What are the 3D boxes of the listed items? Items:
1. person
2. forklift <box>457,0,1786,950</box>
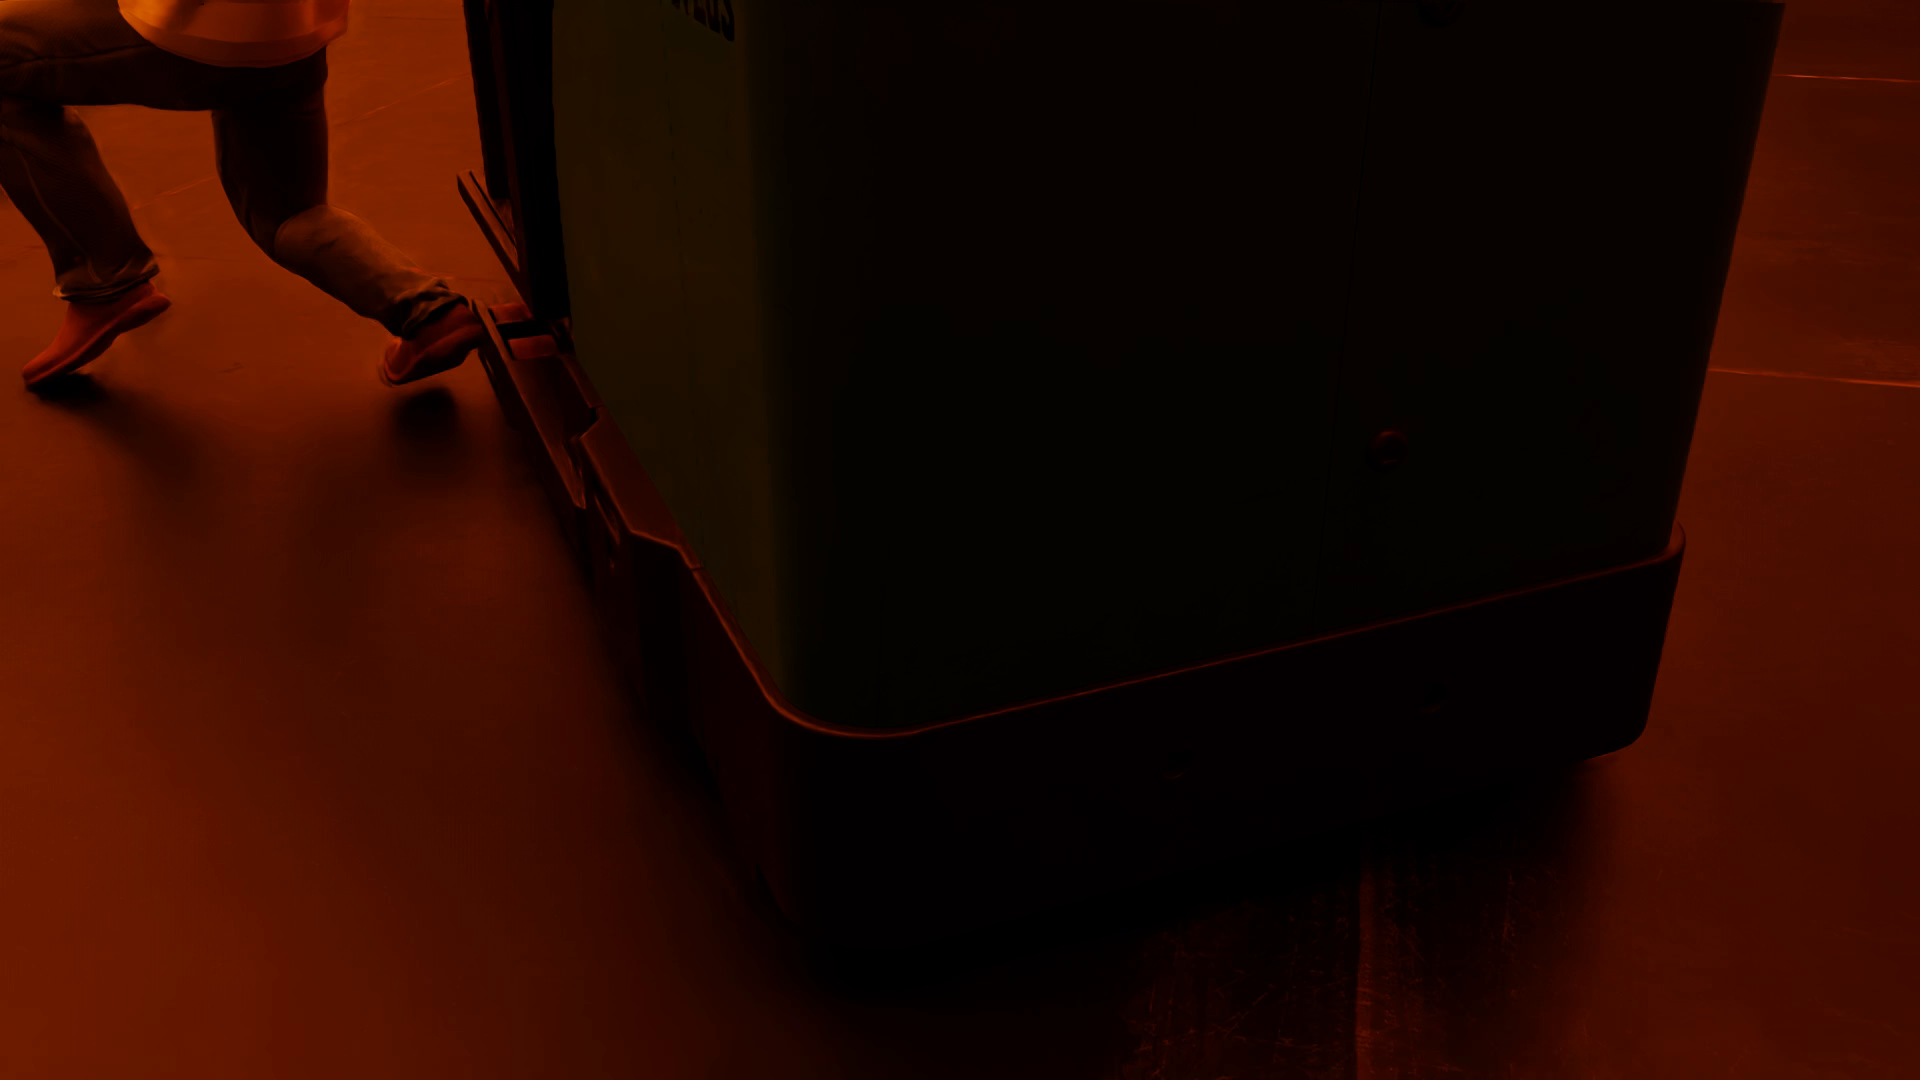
[{"bbox_3d":[-1.307,-0.815,2.499,0.915,1.472,1.059,3,27,7],"label":"person"},{"bbox_3d":[-0.239,-1.562,2.342,1.130,2.935,3.031,-11,29,-20],"label":"forklift"}]
